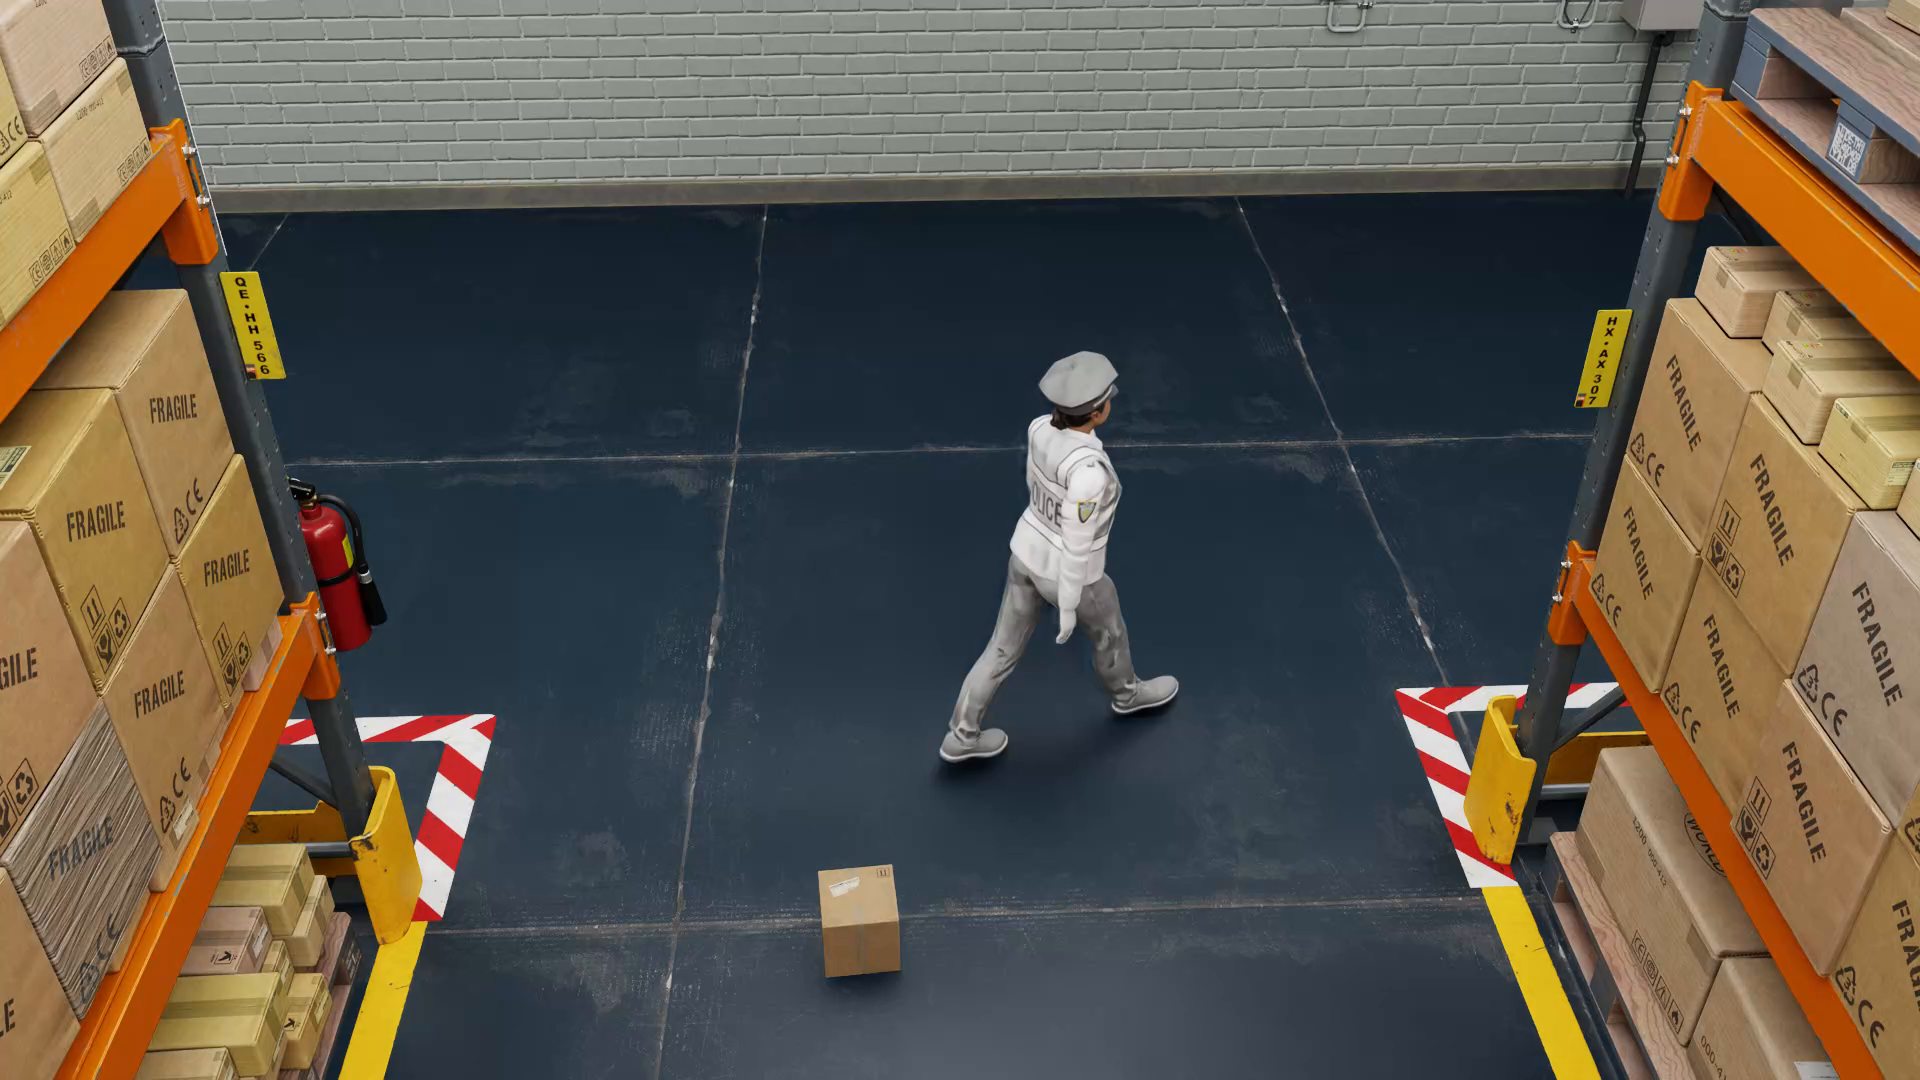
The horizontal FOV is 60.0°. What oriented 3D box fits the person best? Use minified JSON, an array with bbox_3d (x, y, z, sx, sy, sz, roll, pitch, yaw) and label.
[{"bbox_3d":[0.375,0.059,6.050,1.023,1.618,0.509,-21,40,-26],"label":"person"}]
